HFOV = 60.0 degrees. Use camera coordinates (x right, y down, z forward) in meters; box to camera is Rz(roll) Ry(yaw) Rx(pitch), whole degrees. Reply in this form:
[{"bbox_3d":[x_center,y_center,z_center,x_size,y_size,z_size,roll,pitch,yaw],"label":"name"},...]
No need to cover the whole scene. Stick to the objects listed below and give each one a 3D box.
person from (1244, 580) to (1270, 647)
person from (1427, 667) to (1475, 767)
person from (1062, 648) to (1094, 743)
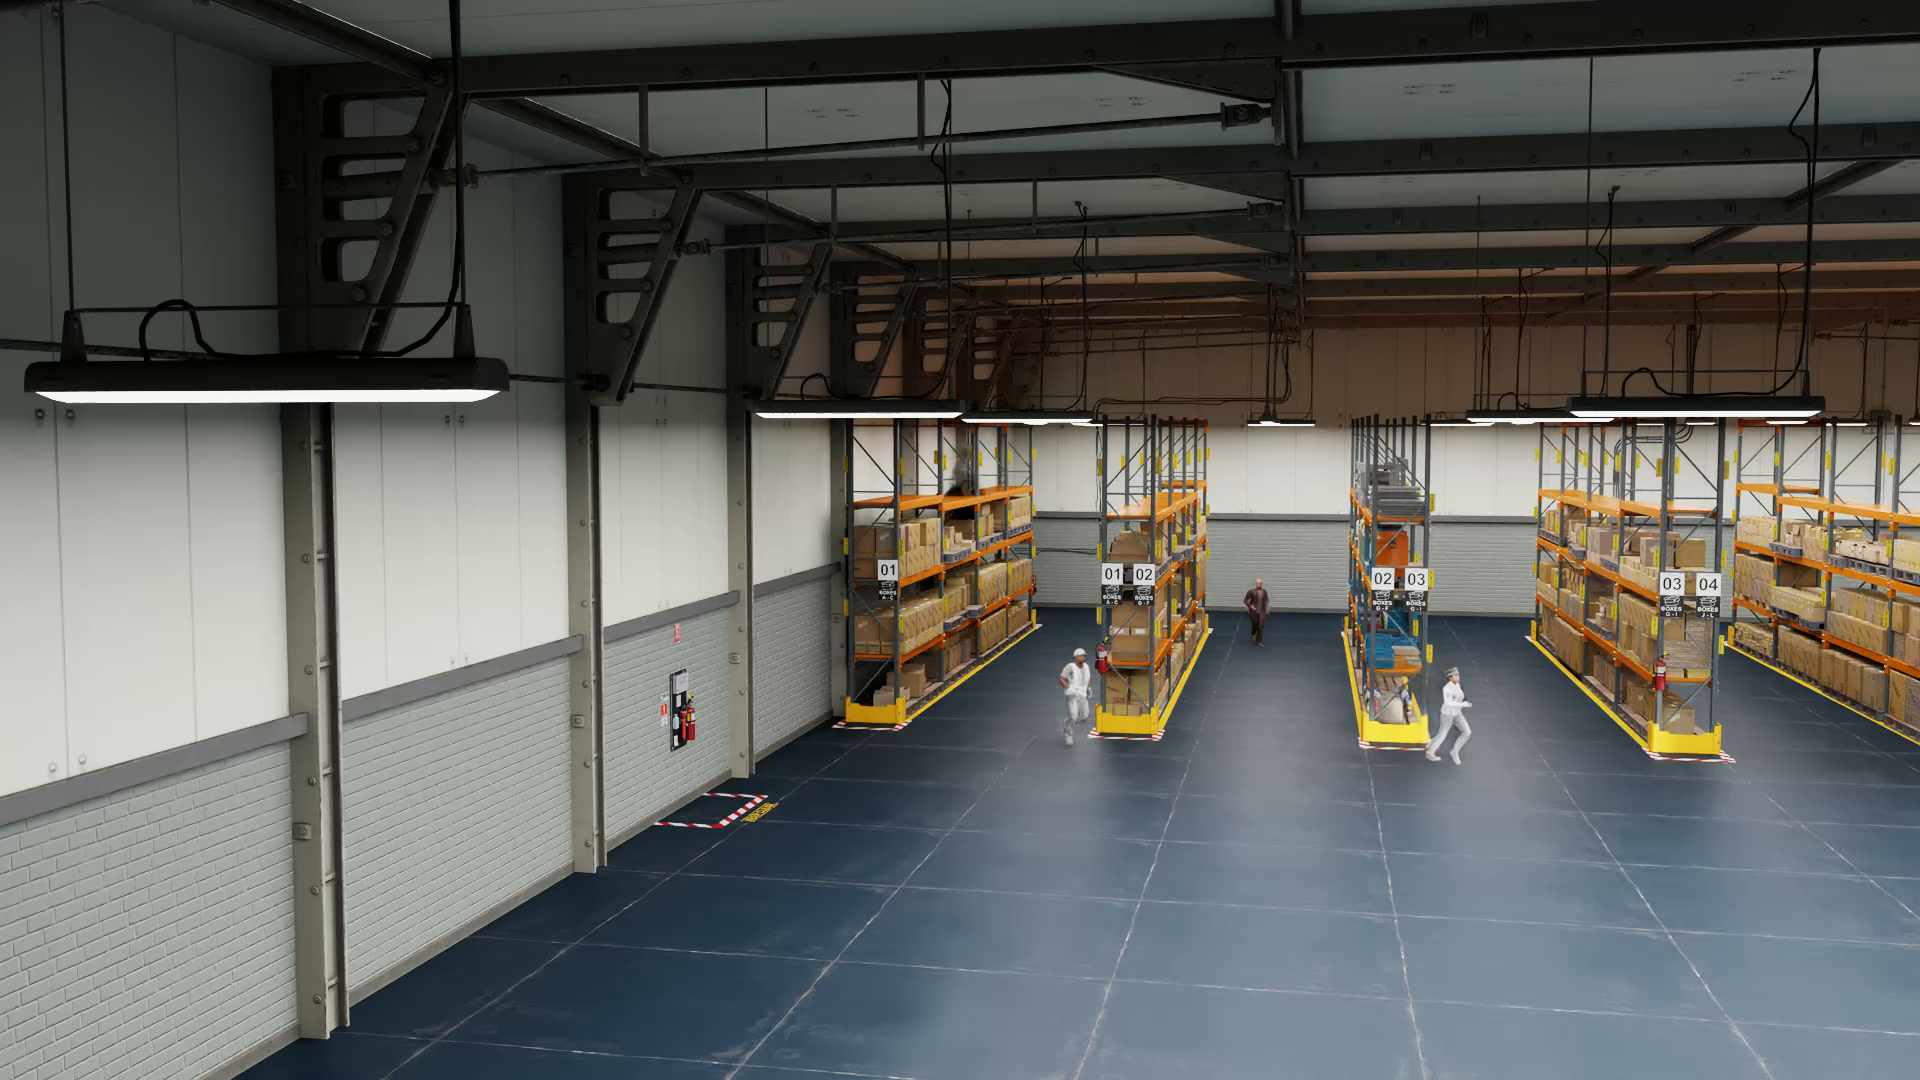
[{"bbox_3d":[7.868,1.933,43.976,0.707,1.755,0.691,0,4,-6],"label":"person"},{"bbox_3d":[8.408,2.994,28.303,0.620,1.721,0.857,-3,5,-42],"label":"person"},{"bbox_3d":[2.192,2.840,30.406,0.785,1.717,0.542,-3,5,-36],"label":"person"}]
